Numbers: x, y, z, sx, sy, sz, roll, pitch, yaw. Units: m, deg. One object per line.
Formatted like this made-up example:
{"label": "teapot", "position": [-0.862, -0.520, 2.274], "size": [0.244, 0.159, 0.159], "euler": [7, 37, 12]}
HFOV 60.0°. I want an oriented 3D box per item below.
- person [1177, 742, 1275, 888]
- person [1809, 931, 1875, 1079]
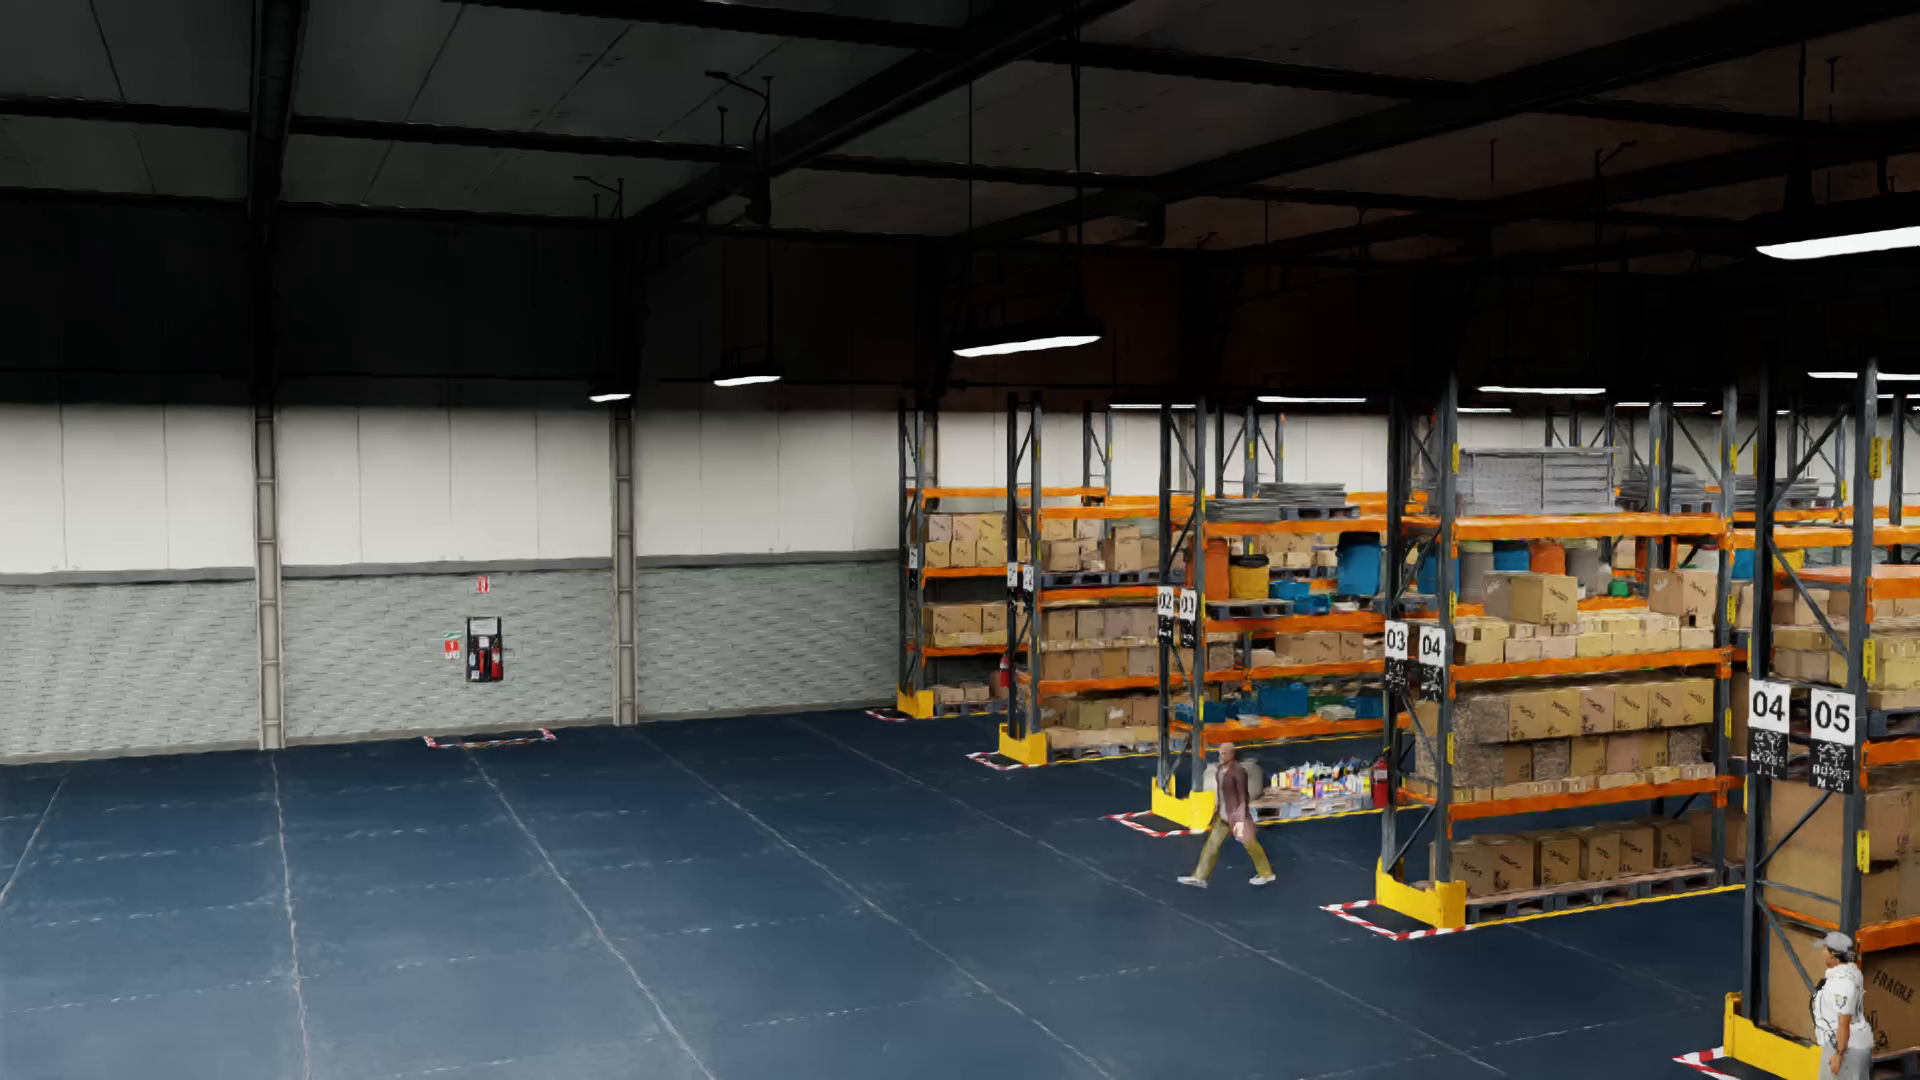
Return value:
{"label": "person", "position": [3.121, 3.170, 19.206], "size": [1.189, 1.700, 0.588], "euler": [-2, 4, -26]}
{"label": "person", "position": [6.353, 3.646, 11.905], "size": [0.560, 1.657, 0.544], "euler": [2, 4, 31]}
